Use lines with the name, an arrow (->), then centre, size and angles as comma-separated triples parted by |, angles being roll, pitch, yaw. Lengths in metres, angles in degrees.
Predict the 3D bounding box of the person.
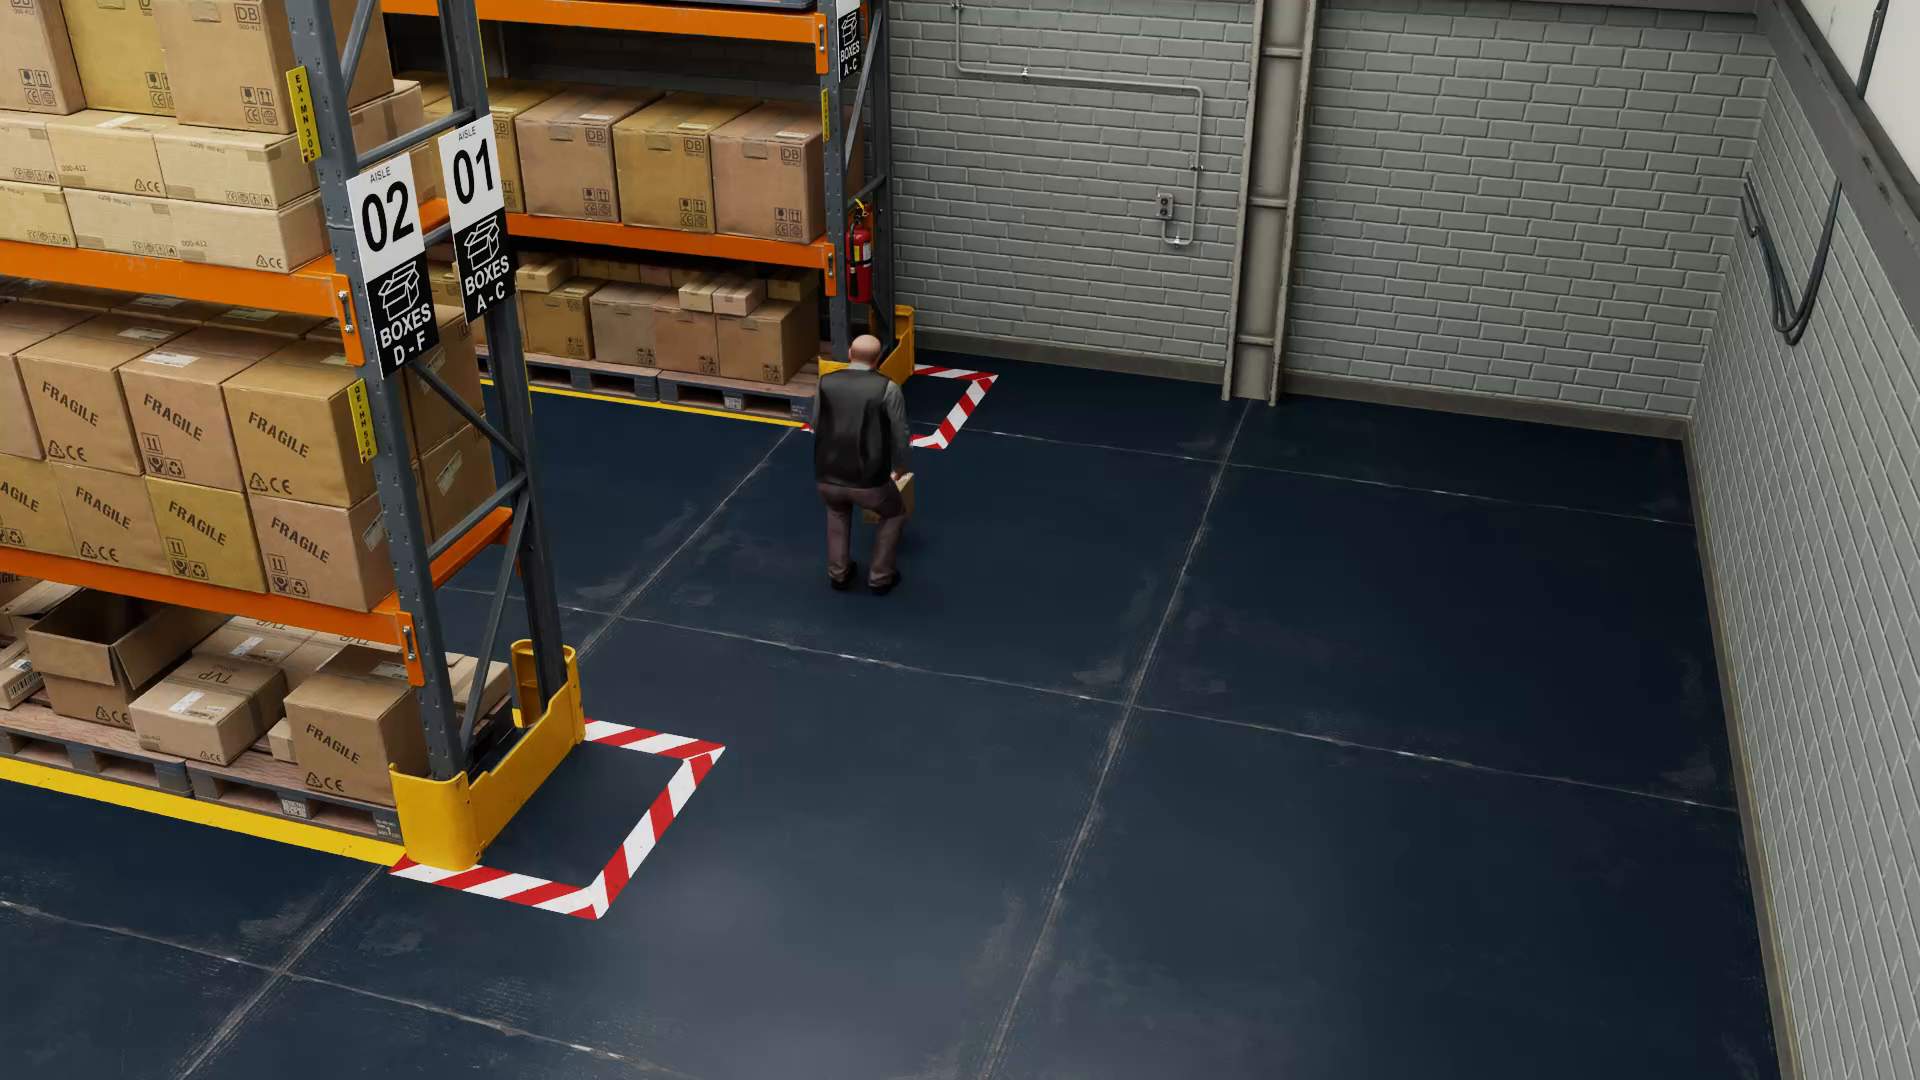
person -> -0.595, -0.405, 9.547 | 0.590, 1.456, 0.669 | 9, 30, 15
